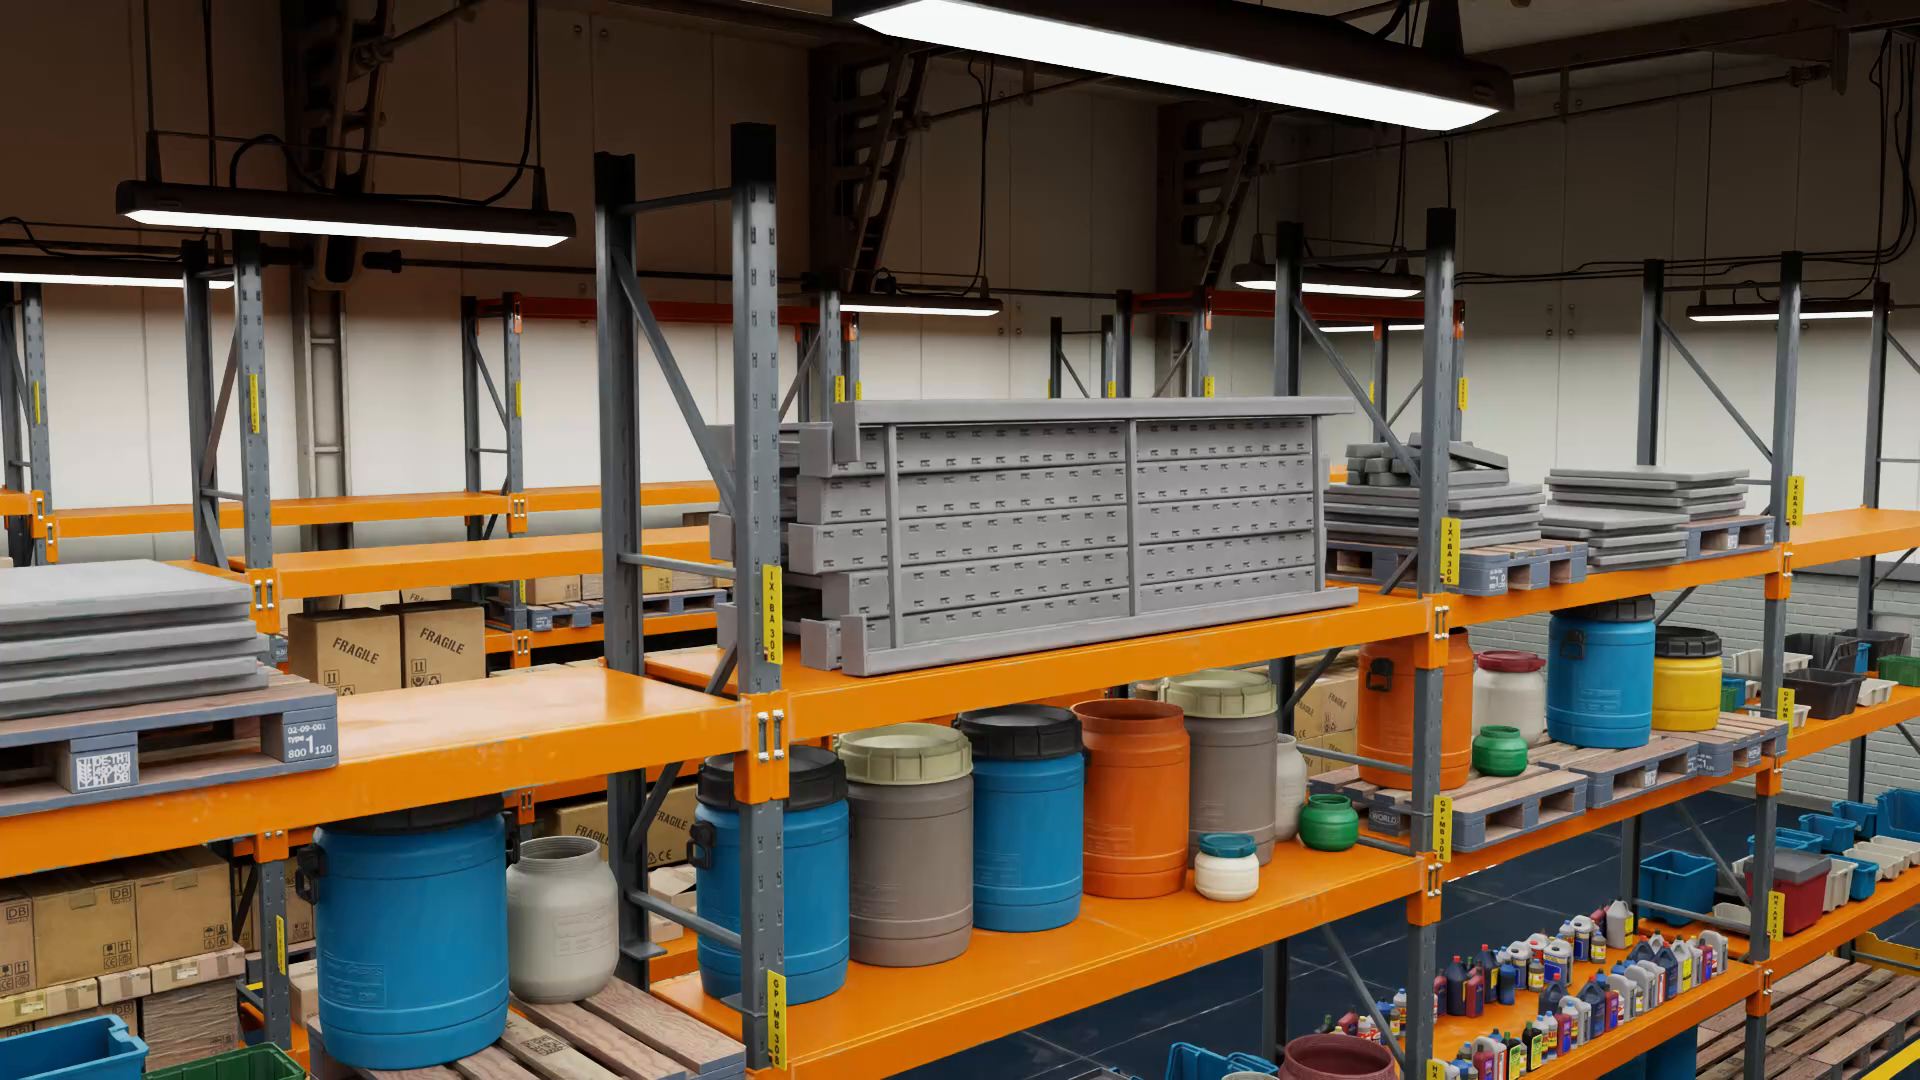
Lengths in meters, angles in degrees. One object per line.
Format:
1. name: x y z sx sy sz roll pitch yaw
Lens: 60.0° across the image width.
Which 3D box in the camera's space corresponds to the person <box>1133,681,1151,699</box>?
1. person: 2.284 2.484 19.765 0.737 1.643 0.705 -4 6 -33
